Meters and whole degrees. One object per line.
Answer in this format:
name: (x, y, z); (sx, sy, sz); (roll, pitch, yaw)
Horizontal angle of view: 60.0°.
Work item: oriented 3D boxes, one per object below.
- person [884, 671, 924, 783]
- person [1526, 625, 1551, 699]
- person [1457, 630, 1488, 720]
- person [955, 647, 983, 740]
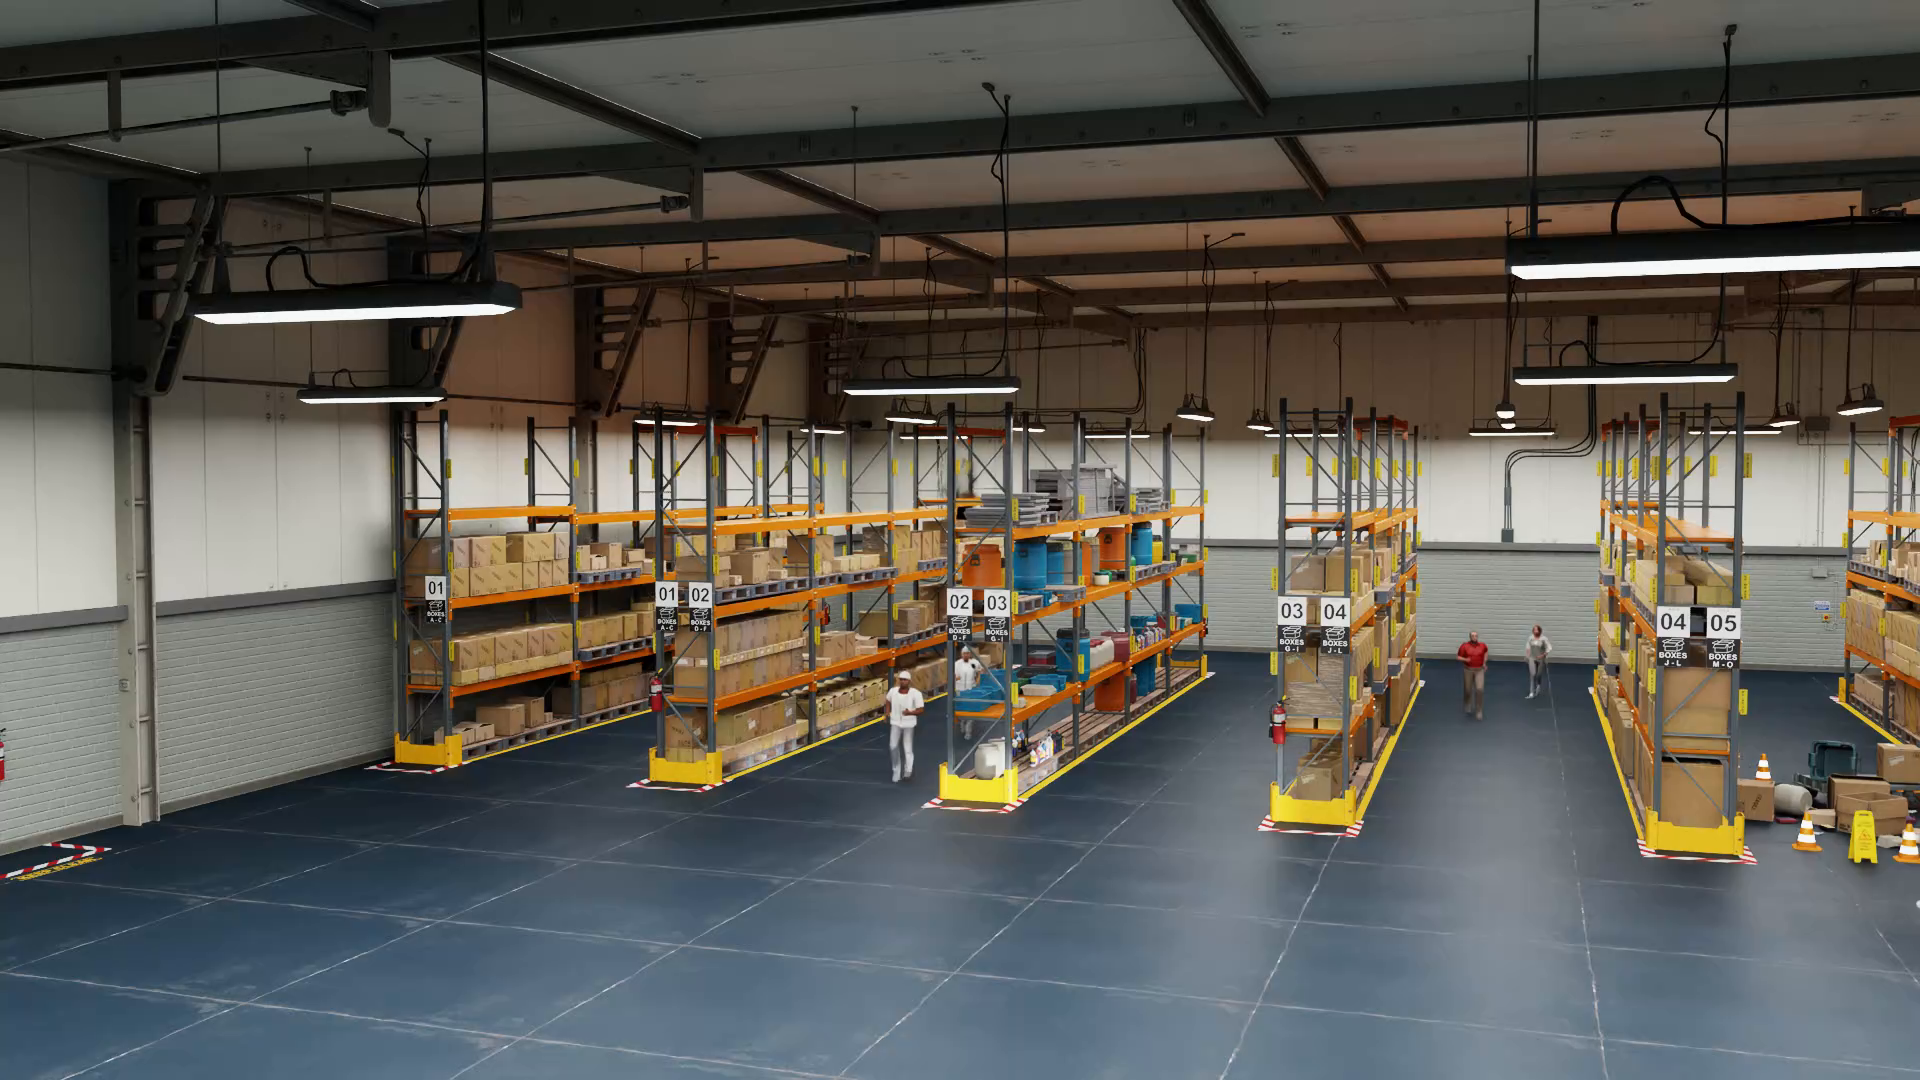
person: (-0.909, 2.986, 26.580); (0.685, 1.791, 0.707); (0, 2, 10)
person: (12.645, 2.647, 36.333); (0.547, 1.601, 0.775); (1, 3, 30)
person: (10.358, 2.694, 33.592); (0.621, 1.748, 0.937); (0, 2, 11)
person: (0.113, 2.815, 30.948); (0.608, 1.661, 0.880); (0, 2, 5)
